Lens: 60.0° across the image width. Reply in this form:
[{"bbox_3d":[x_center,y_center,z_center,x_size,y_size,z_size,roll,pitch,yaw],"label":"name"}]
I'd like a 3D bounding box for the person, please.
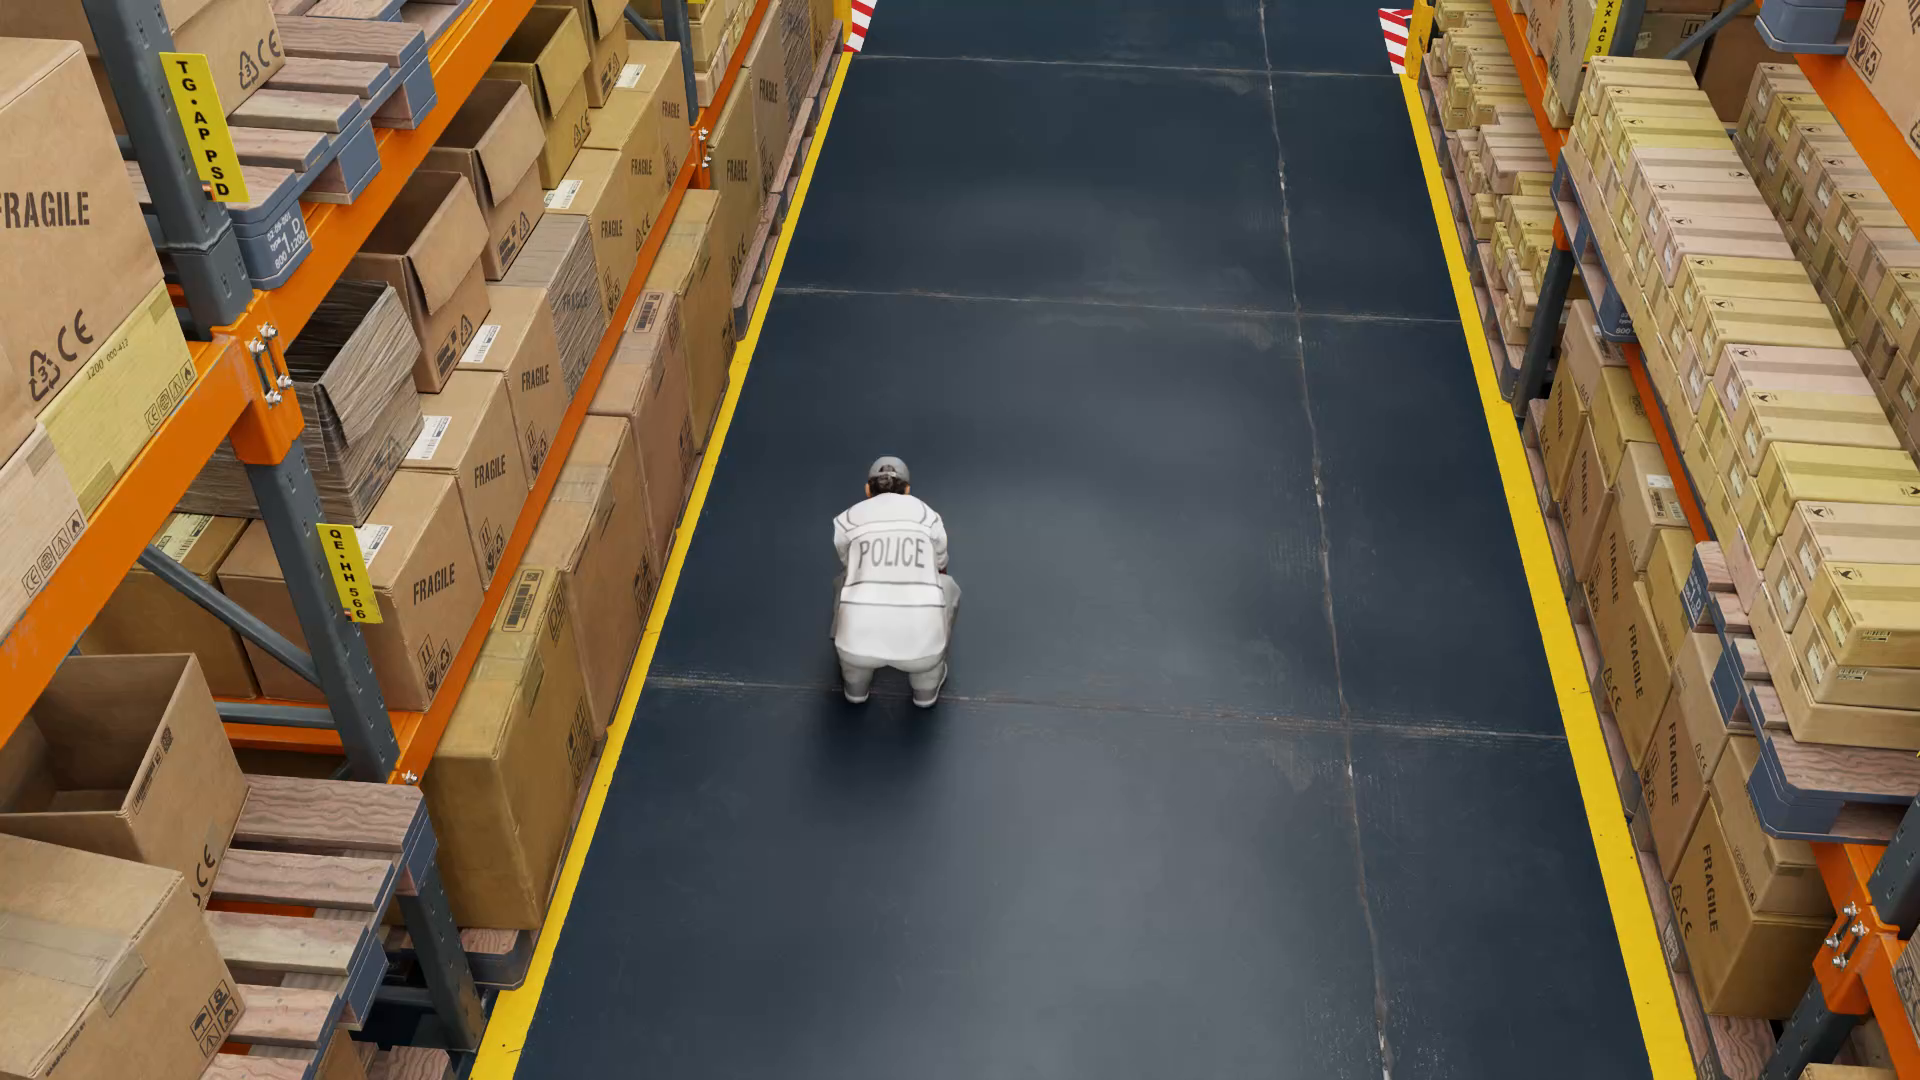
[{"bbox_3d":[-0.266,0.211,6.646,0.531,0.805,0.890,3,40,4],"label":"person"}]
